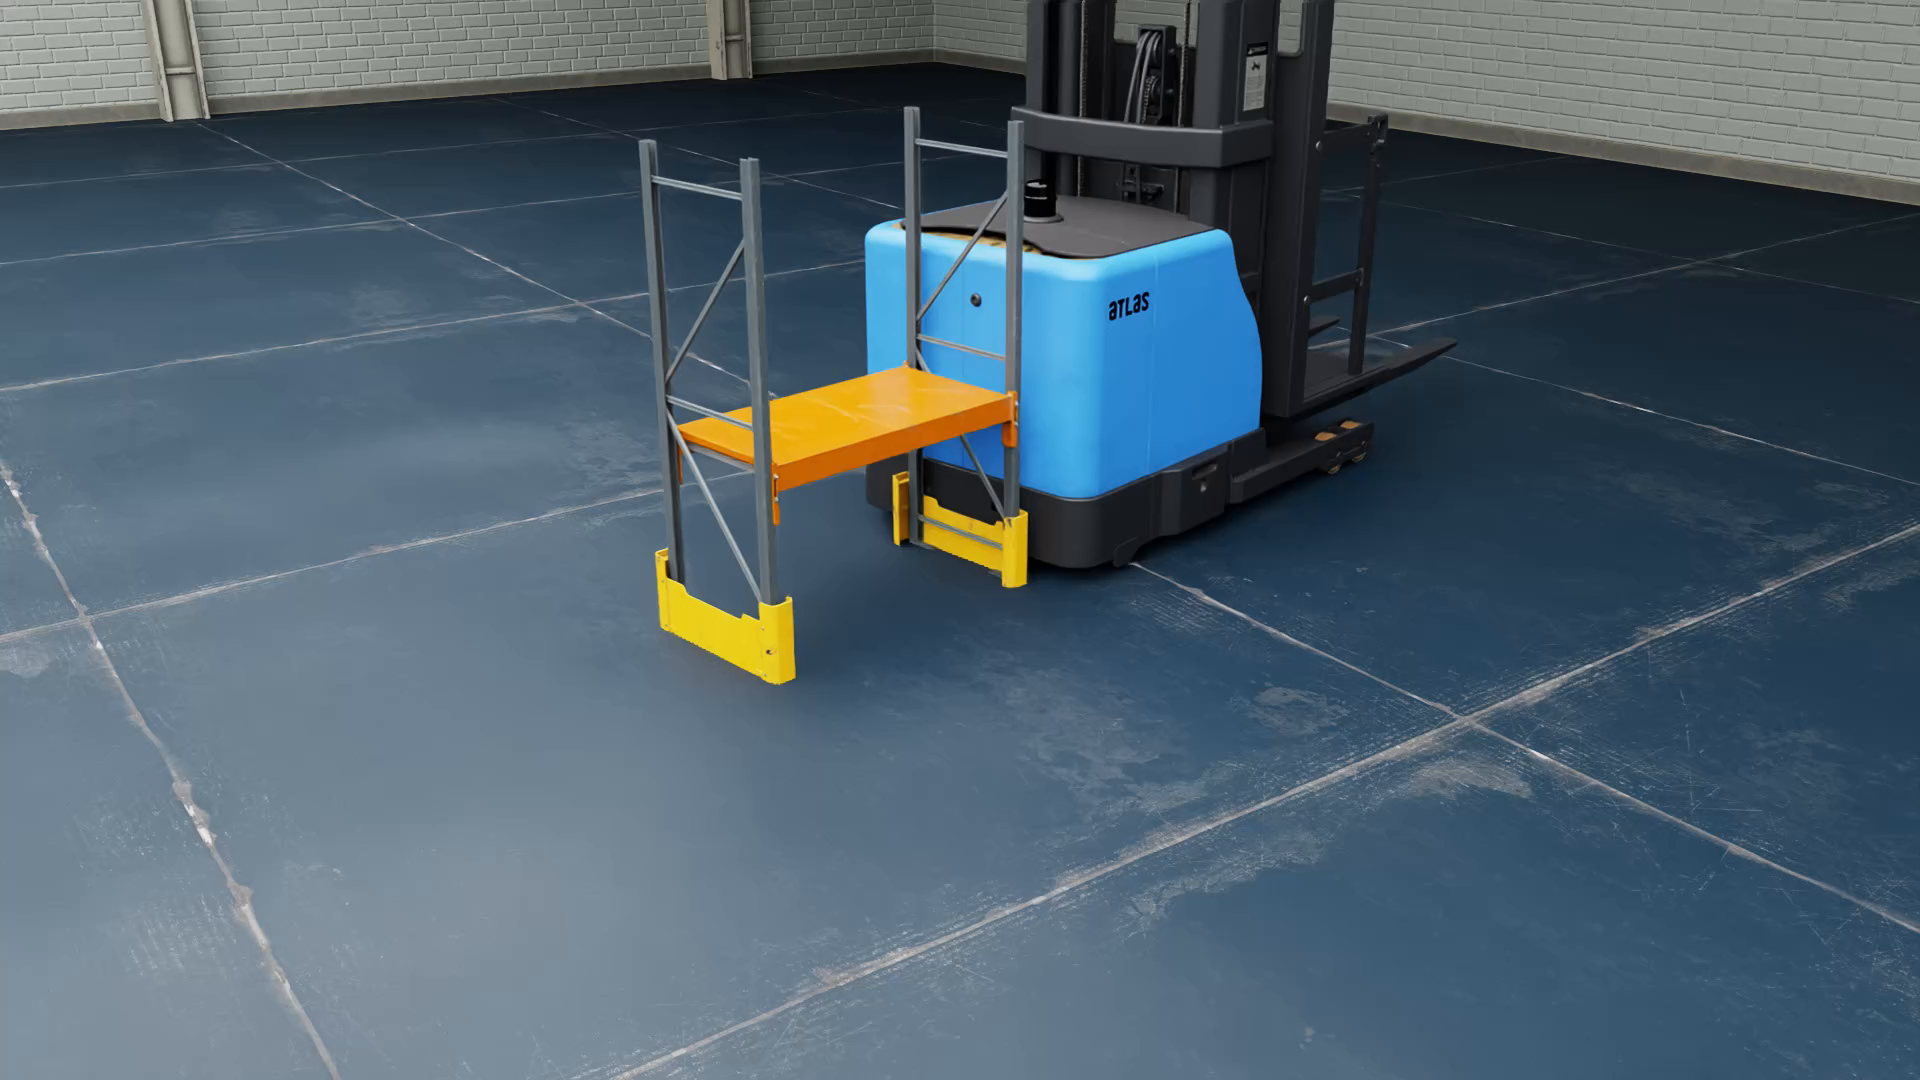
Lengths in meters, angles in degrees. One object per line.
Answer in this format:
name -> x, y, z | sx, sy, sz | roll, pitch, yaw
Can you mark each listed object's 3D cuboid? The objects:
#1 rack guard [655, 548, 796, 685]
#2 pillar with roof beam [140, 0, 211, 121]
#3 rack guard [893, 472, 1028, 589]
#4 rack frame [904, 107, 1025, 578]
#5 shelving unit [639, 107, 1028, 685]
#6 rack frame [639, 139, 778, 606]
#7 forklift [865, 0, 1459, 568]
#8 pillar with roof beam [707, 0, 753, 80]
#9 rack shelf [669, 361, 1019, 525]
rack guard -> -0.711, 0.222, 5.003 | 0.087, 0.250, 0.587 | -20, 29, -41
pillar with roof beam -> -5.024, -6.992, 11.276 | 0.400, 9.000, 9.100 | -15, 26, -33
rack guard -> -0.006, -0.039, 5.657 | 0.087, 0.250, 0.587 | -20, 29, -41
rack frame -> 0.008, -0.625, 5.438 | 0.032, 1.500, 0.500 | -20, 29, -41
shelving unit -> -0.358, -0.489, 5.098 | 1.083, 1.500, 0.587 | -20, 29, -41
rack frame -> -0.712, -0.358, 4.771 | 0.032, 1.500, 0.500 | -20, 29, -41
forklift -> 1.015, -1.731, 6.280 | 1.130, 2.935, 3.031 | 18, 28, 38
pillar with roof beam -> -0.154, -8.290, 14.530 | 0.400, 9.000, 9.100 | -15, 26, -33
rack shelf -> -0.352, -0.324, 5.171 | 1.000, 0.185, 0.538 | -20, 29, -41
